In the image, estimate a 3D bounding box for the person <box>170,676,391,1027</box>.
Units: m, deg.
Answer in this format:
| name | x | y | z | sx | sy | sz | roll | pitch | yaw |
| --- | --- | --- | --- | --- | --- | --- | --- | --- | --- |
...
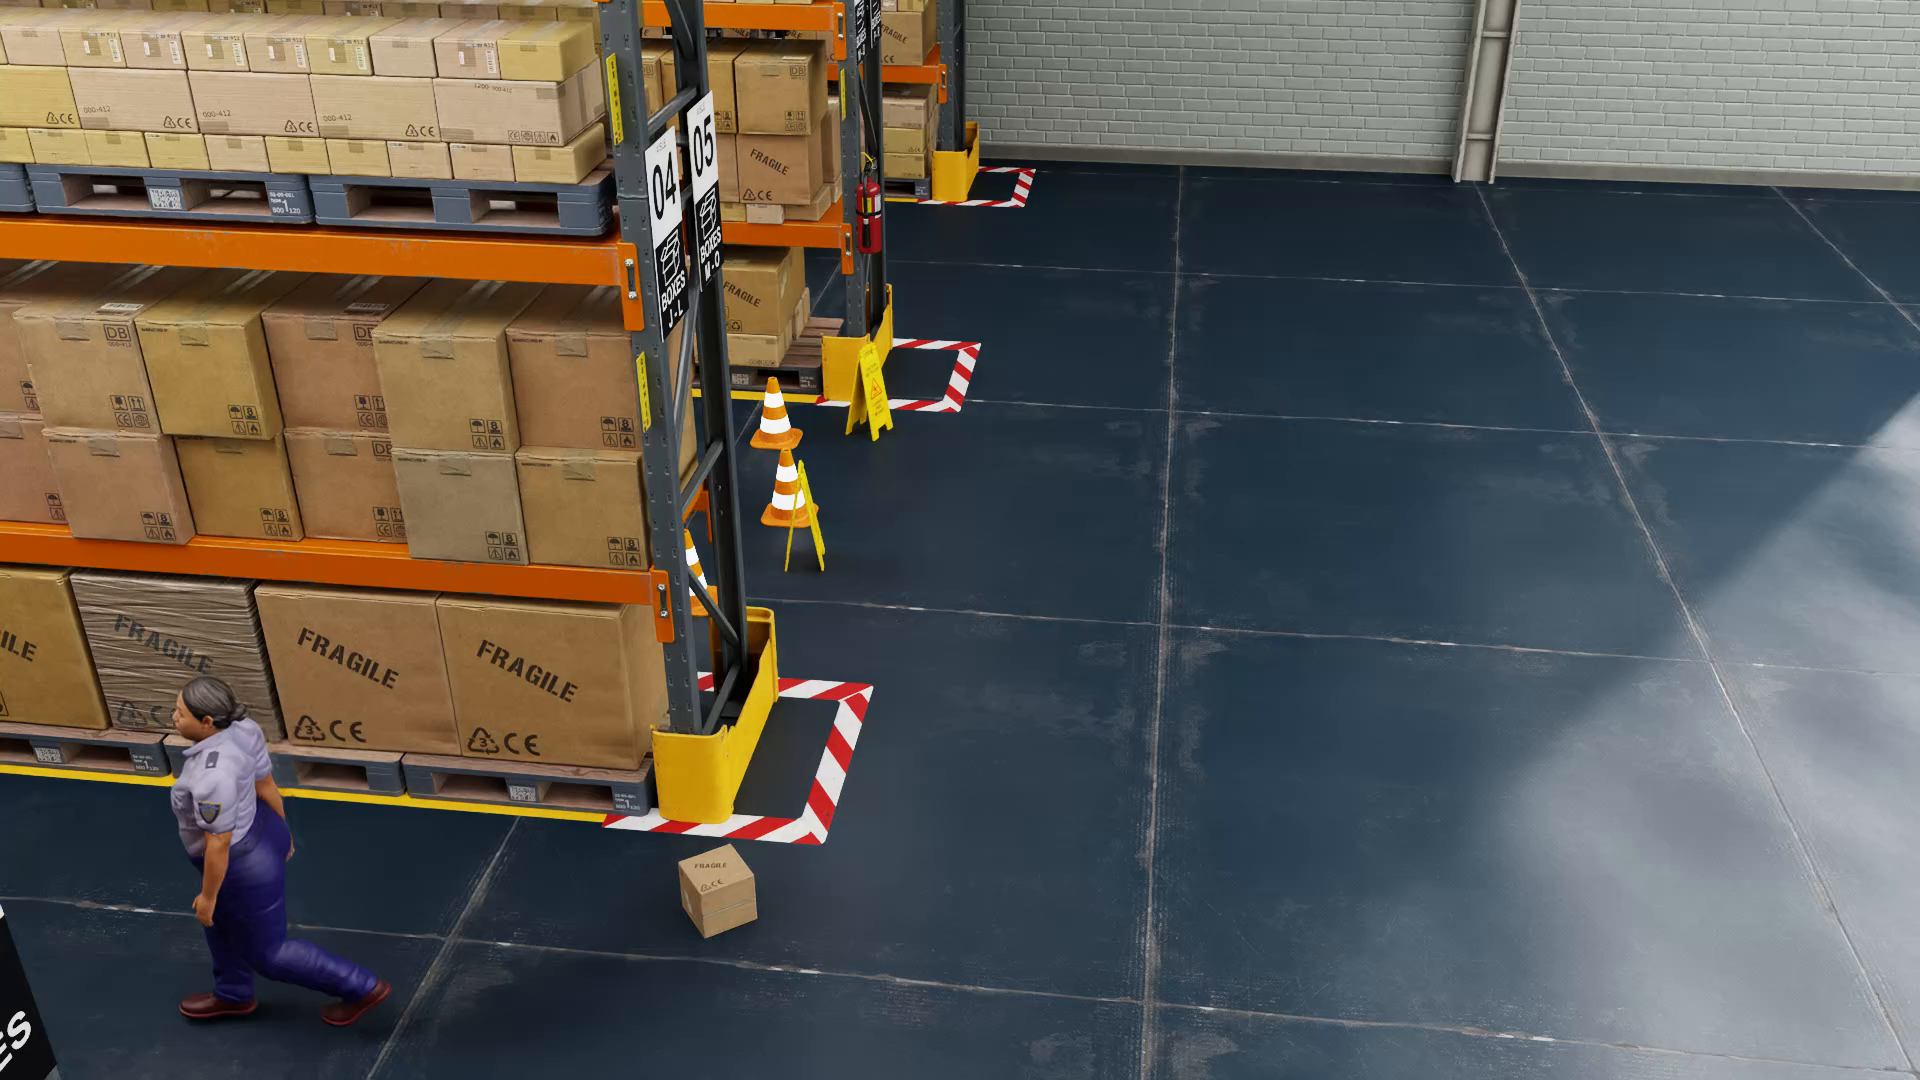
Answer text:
| name | x | y | z | sx | sy | sz | roll | pitch | yaw |
| --- | --- | --- | --- | --- | --- | --- | --- | --- | --- |
| person | -2.722 | 1.233 | 6.372 | 0.874 | 1.594 | 0.478 | -5 | 29 | -9 |
